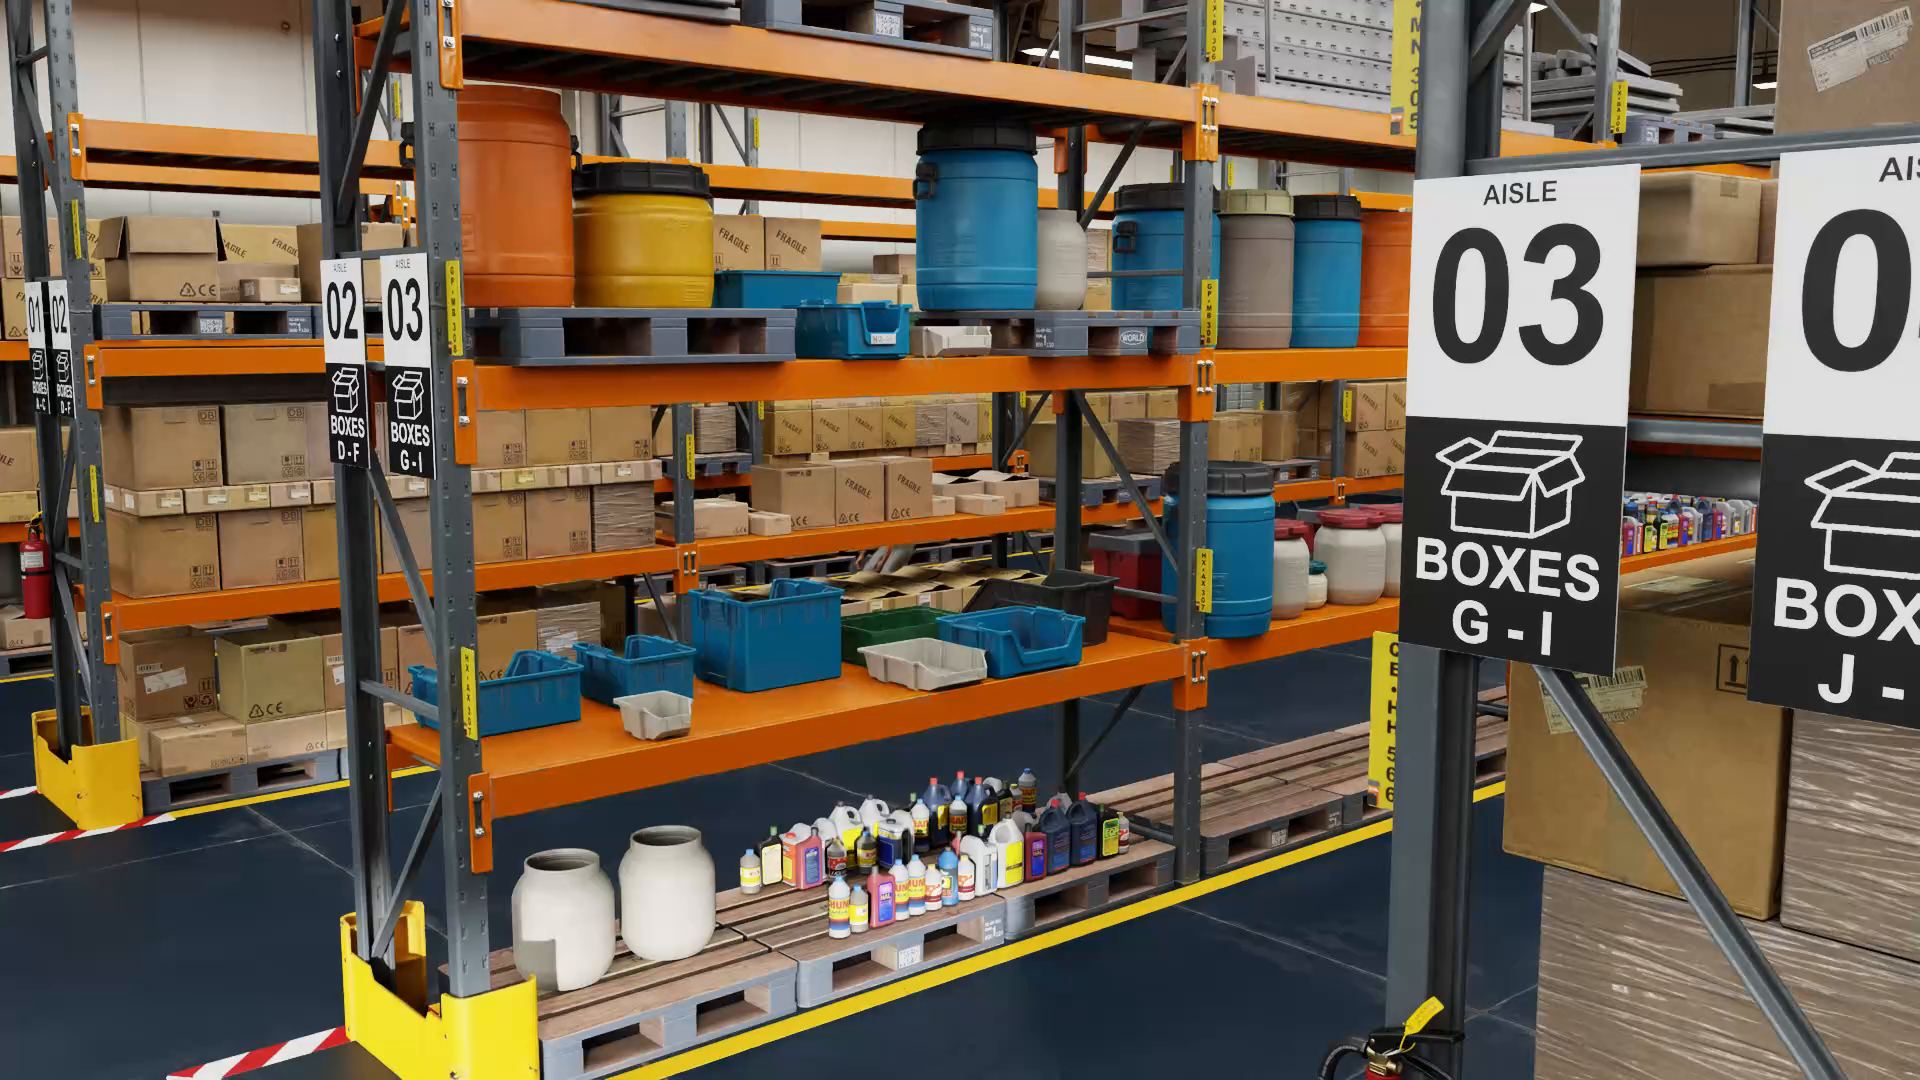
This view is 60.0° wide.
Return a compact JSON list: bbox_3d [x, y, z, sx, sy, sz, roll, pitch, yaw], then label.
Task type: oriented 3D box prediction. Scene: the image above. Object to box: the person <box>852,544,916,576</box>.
[{"bbox_3d":[-0.772,0.277,16.499,0.764,1.075,0.492,-7,10,-41],"label":"person"}]
